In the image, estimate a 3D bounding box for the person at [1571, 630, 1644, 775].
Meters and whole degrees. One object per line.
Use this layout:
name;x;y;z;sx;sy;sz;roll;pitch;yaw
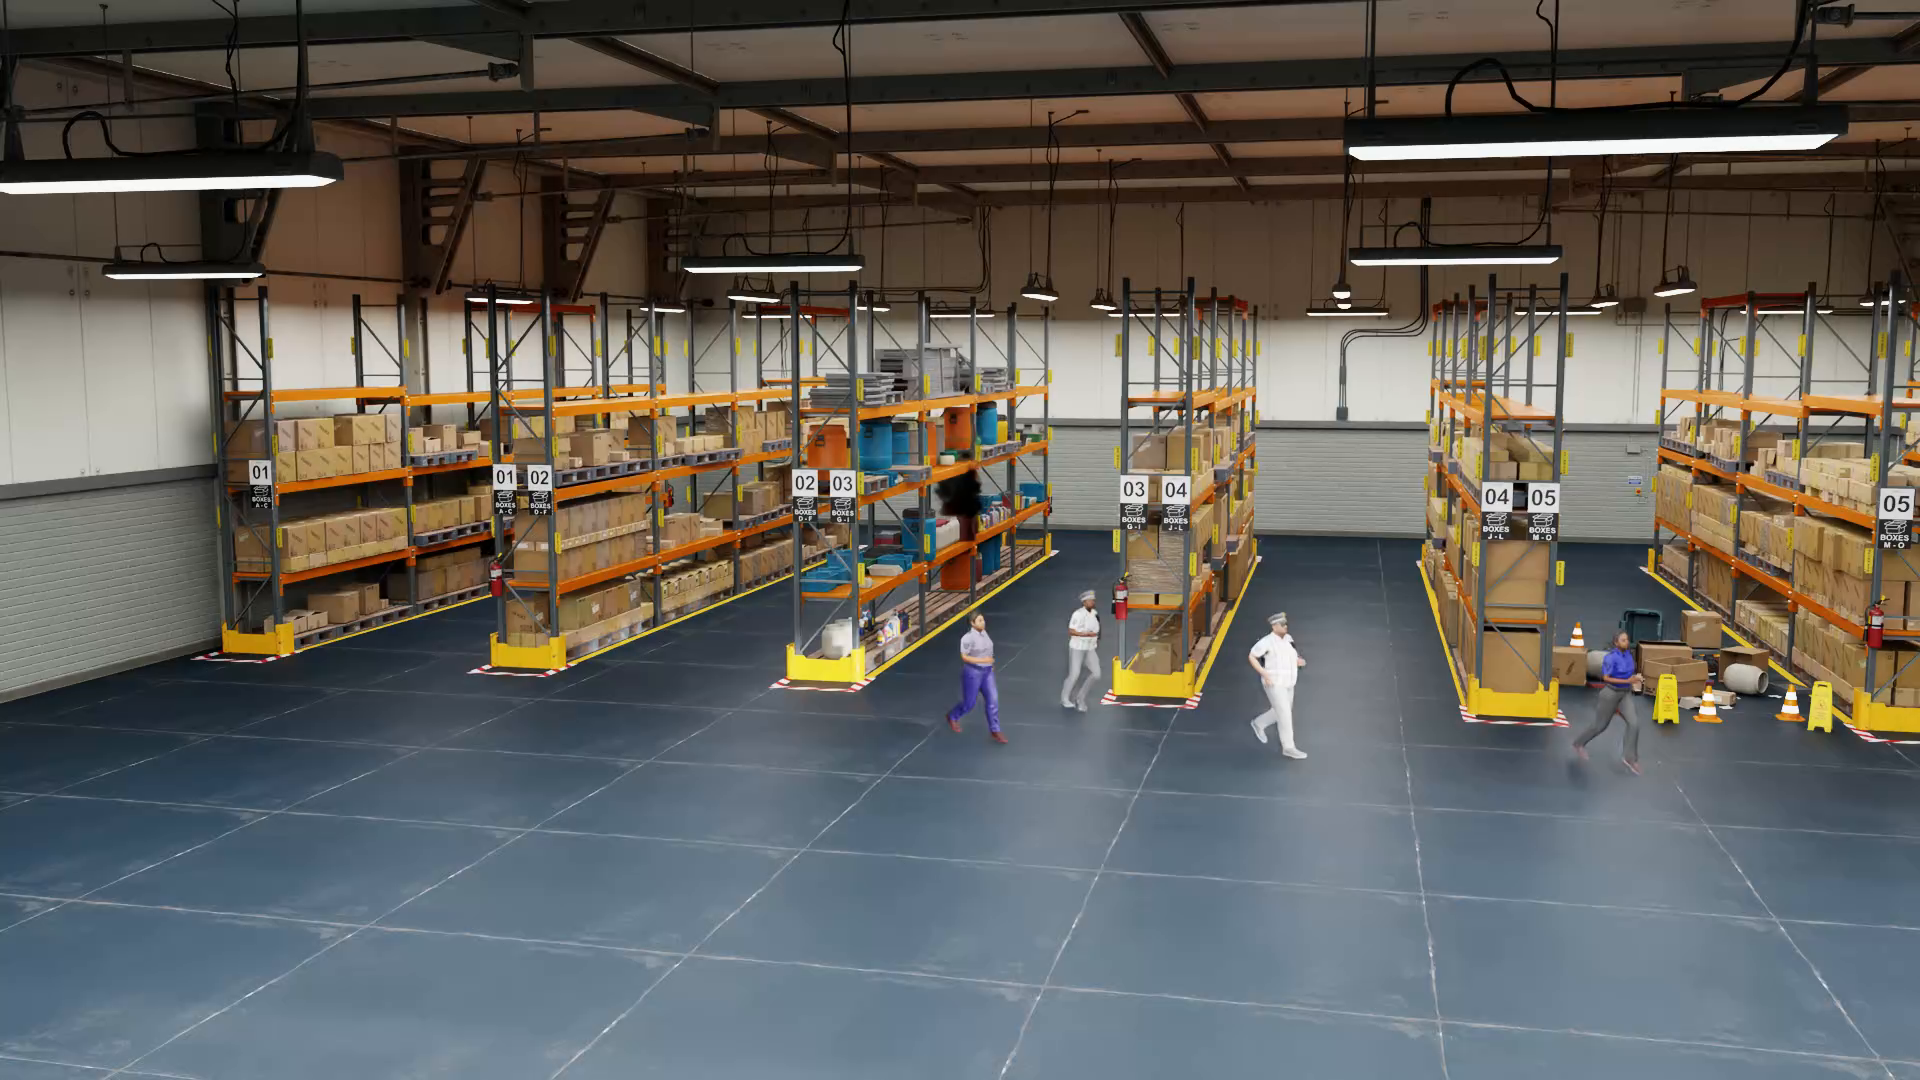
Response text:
person;7.816;1.905;19.918;0.586;1.696;0.901;-3;7;-26

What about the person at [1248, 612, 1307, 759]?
person;3.953;1.761;20.538;0.671;1.750;0.906;-6;9;-41

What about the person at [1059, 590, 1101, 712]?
person;1.746;1.541;23.045;0.581;1.722;0.686;-4;8;-33

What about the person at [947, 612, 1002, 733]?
person;0.201;1.695;21.280;0.799;1.547;0.606;6;9;42
